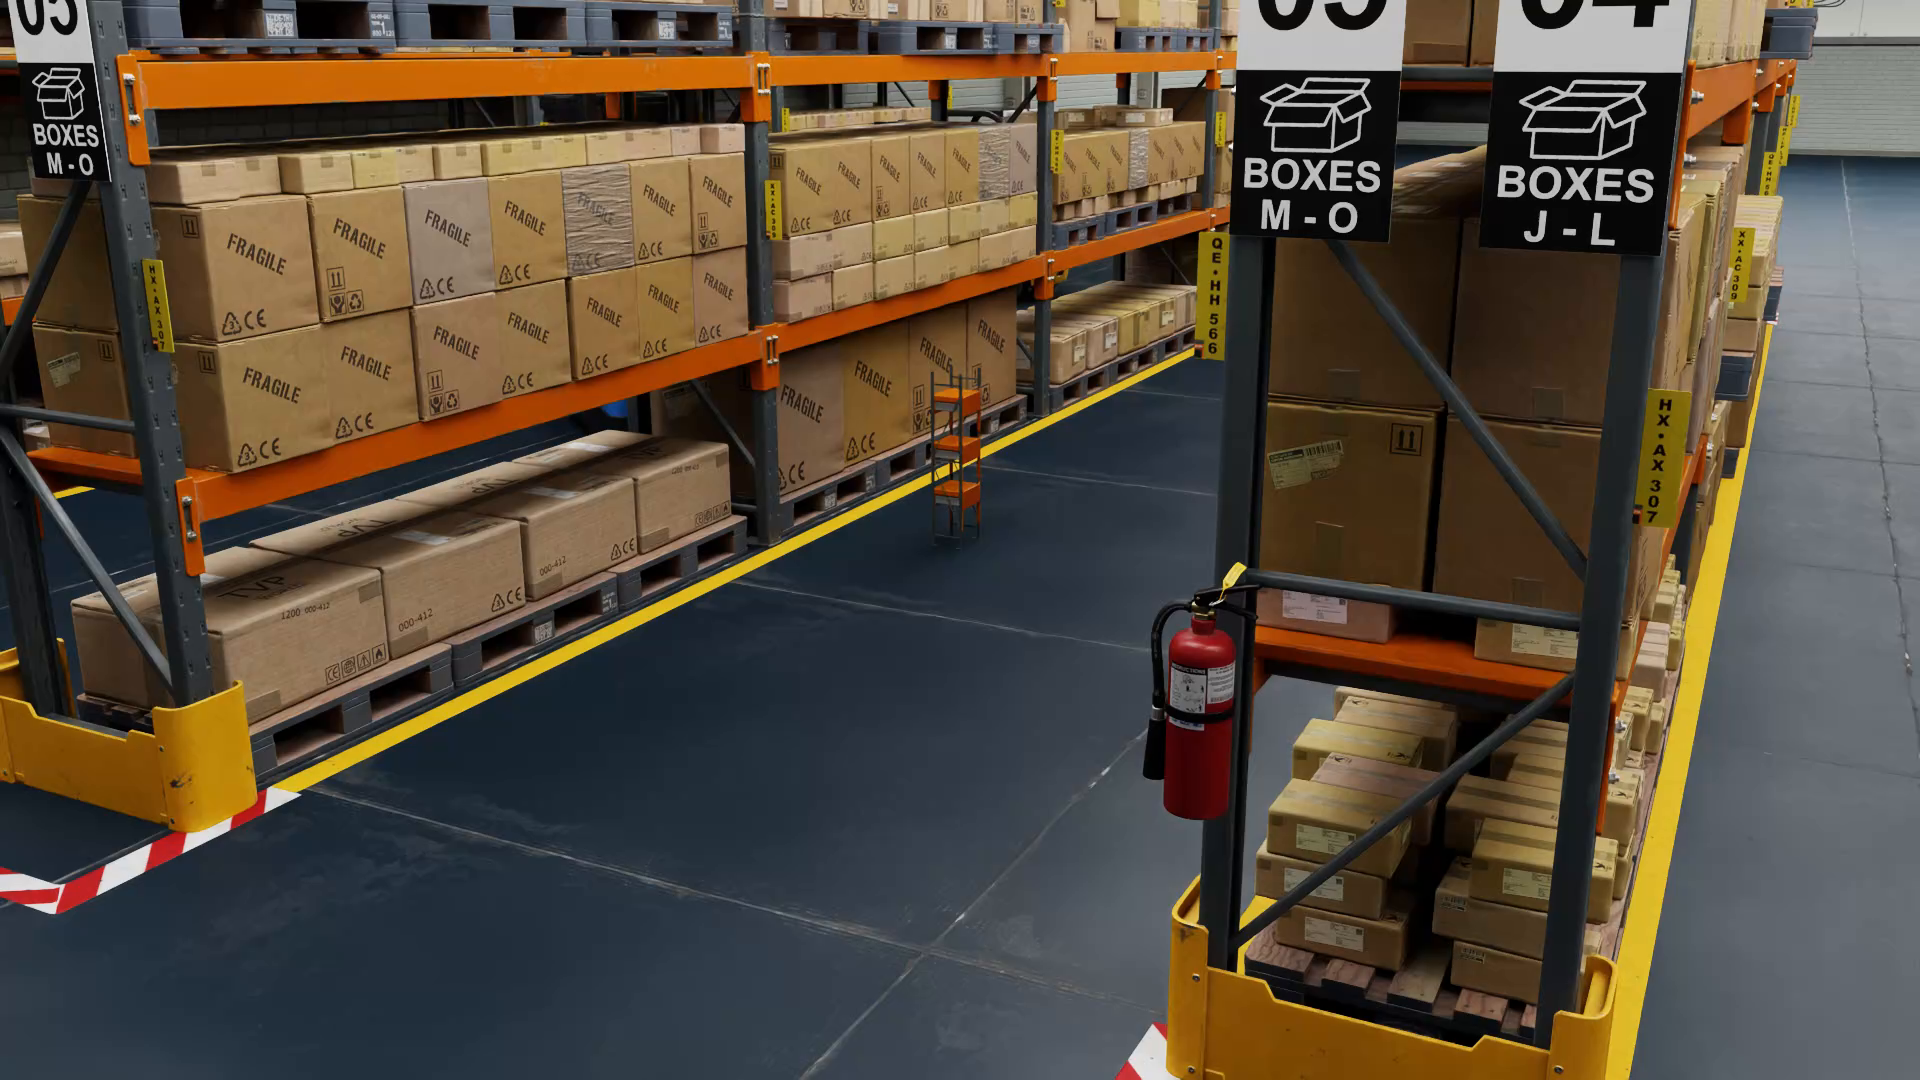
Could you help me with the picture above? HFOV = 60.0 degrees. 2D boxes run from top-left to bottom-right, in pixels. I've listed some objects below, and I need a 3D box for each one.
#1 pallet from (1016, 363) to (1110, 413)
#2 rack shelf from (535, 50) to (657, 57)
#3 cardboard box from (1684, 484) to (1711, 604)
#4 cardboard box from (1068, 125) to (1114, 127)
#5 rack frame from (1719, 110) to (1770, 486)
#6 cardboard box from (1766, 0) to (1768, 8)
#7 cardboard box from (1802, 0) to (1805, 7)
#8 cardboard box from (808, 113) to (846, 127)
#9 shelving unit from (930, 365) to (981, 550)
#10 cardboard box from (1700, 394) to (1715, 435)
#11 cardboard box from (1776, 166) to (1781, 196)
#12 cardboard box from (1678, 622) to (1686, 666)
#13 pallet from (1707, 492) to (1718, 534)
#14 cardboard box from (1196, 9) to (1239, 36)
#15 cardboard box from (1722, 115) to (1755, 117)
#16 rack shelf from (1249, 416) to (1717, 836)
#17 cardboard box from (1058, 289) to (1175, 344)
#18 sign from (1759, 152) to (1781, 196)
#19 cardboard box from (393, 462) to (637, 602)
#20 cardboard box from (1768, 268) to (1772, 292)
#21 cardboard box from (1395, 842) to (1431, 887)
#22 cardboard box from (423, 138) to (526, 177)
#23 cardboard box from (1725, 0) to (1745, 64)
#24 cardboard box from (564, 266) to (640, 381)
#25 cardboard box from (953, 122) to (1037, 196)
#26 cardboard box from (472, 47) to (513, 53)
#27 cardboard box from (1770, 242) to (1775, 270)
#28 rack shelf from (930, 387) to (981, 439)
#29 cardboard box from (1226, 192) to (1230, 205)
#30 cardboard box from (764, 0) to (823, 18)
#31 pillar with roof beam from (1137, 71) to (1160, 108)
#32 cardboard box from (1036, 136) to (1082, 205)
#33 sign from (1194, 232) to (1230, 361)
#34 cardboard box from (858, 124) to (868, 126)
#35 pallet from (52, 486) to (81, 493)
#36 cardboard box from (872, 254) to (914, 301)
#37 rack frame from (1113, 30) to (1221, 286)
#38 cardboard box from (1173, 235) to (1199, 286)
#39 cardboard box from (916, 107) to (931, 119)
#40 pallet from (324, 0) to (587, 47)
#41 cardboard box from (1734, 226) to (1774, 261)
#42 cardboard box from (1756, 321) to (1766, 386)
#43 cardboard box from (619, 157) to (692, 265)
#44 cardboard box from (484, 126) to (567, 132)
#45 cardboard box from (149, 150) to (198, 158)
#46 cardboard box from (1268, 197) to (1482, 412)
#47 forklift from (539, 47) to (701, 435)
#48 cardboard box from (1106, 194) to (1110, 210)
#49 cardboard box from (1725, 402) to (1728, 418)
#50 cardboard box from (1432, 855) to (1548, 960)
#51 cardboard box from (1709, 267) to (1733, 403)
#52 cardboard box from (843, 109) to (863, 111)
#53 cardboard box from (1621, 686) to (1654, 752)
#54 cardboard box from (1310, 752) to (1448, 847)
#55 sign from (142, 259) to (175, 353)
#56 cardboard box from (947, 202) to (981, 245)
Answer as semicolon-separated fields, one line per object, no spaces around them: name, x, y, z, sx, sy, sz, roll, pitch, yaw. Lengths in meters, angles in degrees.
pallet;0.595;-1.346;14.186;1.003;0.211;1.213;8;18;25
rack shelf;-3.304;-4.717;16.633;1.077;0.370;4.000;8;18;25
cardboard box;3.498;-0.019;8.472;0.500;0.500;0.500;9;19;28
cardboard box;1.109;-3.560;15.307;0.500;0.500;0.500;8;18;25
rack frame;4.718;-1.880;11.086;1.000;3.000;0.127;8;18;25
cardboard box;3.738;-2.927;8.423;0.797;0.503;0.637;8;18;25
cardboard box;7.649;-5.132;15.594;0.500;0.250;0.500;8;18;26
cardboard box;-1.562;-4.945;19.567;0.380;0.149;0.250;8;18;24
shelving unit;-0.024;-0.490;9.829;0.215;1.050;0.252;8;18;25
cardboard box;2.995;-0.559;7.079;0.380;0.149;0.250;8;18;24
cardboard box;7.941;-3.747;17.107;0.875;0.550;0.550;8;18;25
cardboard box;3.060;0.447;7.520;0.380;0.149;0.250;8;18;26
pallet;4.368;-0.345;10.814;1.003;0.211;1.213;8;18;25
cardboard box;2.473;-5.089;16.362;0.500;0.250;0.500;8;18;24
cardboard box;6.289;-3.299;13.932;0.700;0.500;0.500;8;18;24
rack shelf;2.037;-0.007;6.043;1.077;0.370;4.000;8;18;25
cardboard box;1.482;-2.127;15.796;0.950;0.372;0.625;9;19;29
sign;5.208;-2.331;10.708;0.100;0.325;0.005;8;18;25
cardboard box;-2.319;-0.064;8.734;0.875;0.438;0.875;8;18;24
cardboard box;4.448;-1.517;9.566;0.380;0.149;0.250;7;18;23
cardboard box;1.289;0.950;5.305;0.380;0.149;0.250;8;18;24
cardboard box;-2.193;-1.729;7.508;0.380;0.149;0.250;8;18;24
cardboard box;2.271;-1.687;5.430;0.500;0.250;0.500;8;18;25
cardboard box;-1.958;-1.101;8.287;0.500;0.500;0.500;8;18;25
cardboard box;0.248;-2.846;12.408;0.500;0.500;0.500;8;18;24
cardboard box;-4.210;-4.319;14.293;0.500;0.250;0.500;7;18;24
cardboard box;4.330;-1.591;9.294;0.380;0.149;0.250;9;19;27
rack shelf;-0.024;-0.752;9.751;0.215;0.259;0.240;8;18;25
cardboard box;2.526;-3.493;16.958;0.380;0.149;0.250;9;19;27
cardboard box;-1.006;-3.123;9.501;0.396;0.266;0.258;8;18;25
pillar with roof beam;7.473;-10.475;29.485;9.100;9.000;0.400;8;18;25
cardboard box;0.653;-2.961;13.290;0.500;0.500;0.500;8;18;24
sign;0.656;-0.625;4.271;0.100;0.325;0.005;8;18;25
cardboard box;-1.324;-4.932;20.045;0.380;0.149;0.250;8;18;24
pallet;-6.293;-0.584;11.621;1.003;0.211;1.213;8;18;25
cardboard box;-0.637;-1.732;10.852;0.500;0.250;0.500;8;18;25
rack frame;2.032;-3.503;16.550;1.000;3.000;0.127;8;18;25
cardboard box;2.537;-2.862;17.165;0.500;0.500;0.500;9;19;28
cardboard box;-0.594;-5.536;21.557;0.380;0.149;0.250;8;18;26
pallet;-2.464;-2.344;7.536;1.003;0.211;1.213;8;18;25
cardboard box;3.982;-1.534;8.581;0.380;0.149;0.250;8;18;25
cardboard box;5.874;-1.607;13.381;1.050;0.750;0.750;8;18;25
cardboard box;-1.741;-1.709;8.578;0.500;0.500;0.500;8;18;25
cardboard box;-2.259;-2.063;8.630;0.380;0.149;0.250;8;18;25
cardboard box;-3.257;-1.469;6.632;0.380;0.149;0.250;8;19;26
cardboard box;1.125;-0.660;4.526;0.500;0.500;0.500;8;18;24
forklift;-2.607;-2.427;13.047;1.130;2.935;3.031;-7;18;-23
cardboard box;1.055;-2.895;14.205;0.380;0.149;0.250;9;19;29
cardboard box;4.190;-0.778;9.710;0.500;0.250;0.500;9;19;27
cardboard box;1.607;1.080;4.869;0.380;0.149;0.250;9;19;28
cardboard box;2.967;-0.893;7.063;0.500;0.500;0.500;8;18;25
cardboard box;-1.436;-5.333;20.873;0.380;0.149;0.250;9;19;27
cardboard box;2.252;0.610;5.928;0.380;0.149;0.250;8;19;26
cardboard box;1.317;0.814;5.240;0.380;0.149;0.250;8;19;26
sign;-2.836;-0.827;5.882;0.100;0.325;0.005;8;18;25
cardboard box;-0.181;-2.232;11.657;0.500;0.250;0.500;8;18;24
